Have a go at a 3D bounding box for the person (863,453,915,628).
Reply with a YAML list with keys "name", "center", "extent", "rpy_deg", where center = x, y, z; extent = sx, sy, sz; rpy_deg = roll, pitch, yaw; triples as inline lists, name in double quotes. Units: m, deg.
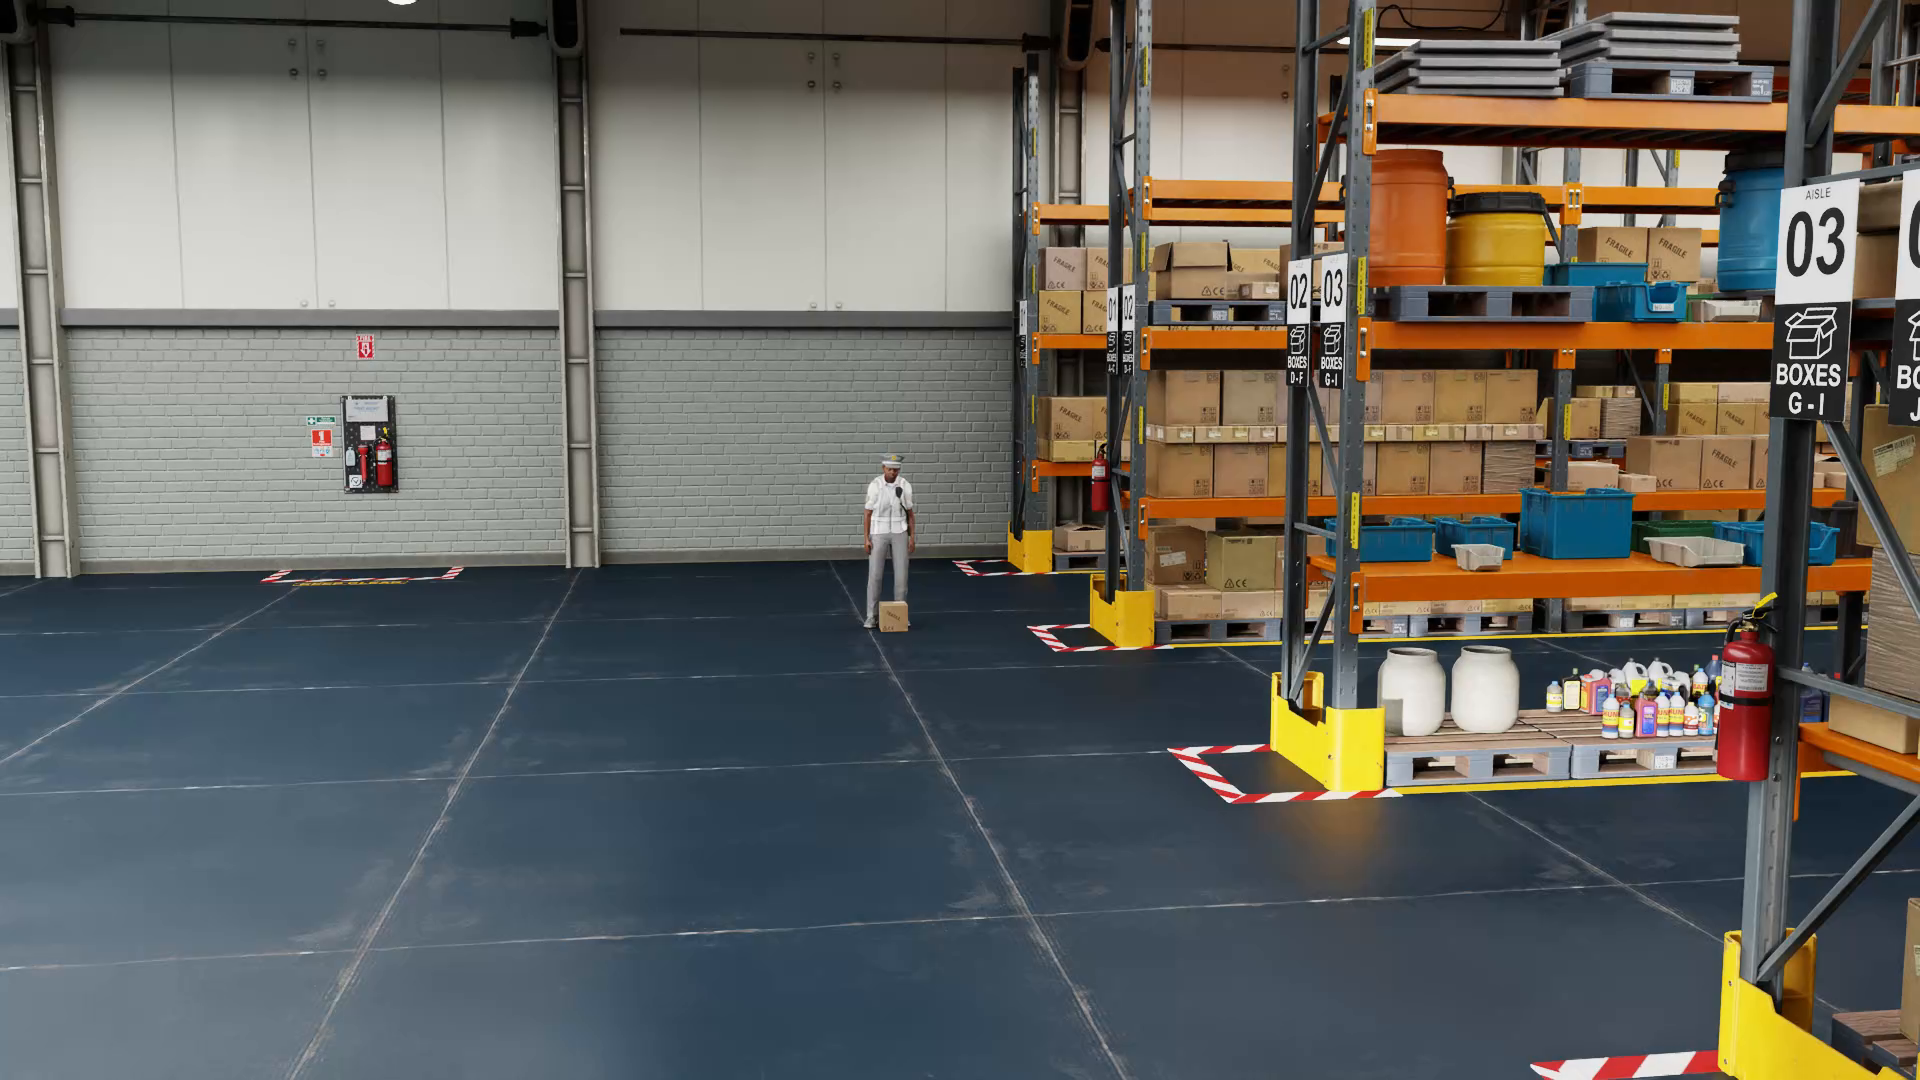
- name: "person"
  center: [-0.679, -0.003, 15.863]
  extent: [0.508, 1.659, 0.395]
  rpy_deg: [-1, 7, -9]
